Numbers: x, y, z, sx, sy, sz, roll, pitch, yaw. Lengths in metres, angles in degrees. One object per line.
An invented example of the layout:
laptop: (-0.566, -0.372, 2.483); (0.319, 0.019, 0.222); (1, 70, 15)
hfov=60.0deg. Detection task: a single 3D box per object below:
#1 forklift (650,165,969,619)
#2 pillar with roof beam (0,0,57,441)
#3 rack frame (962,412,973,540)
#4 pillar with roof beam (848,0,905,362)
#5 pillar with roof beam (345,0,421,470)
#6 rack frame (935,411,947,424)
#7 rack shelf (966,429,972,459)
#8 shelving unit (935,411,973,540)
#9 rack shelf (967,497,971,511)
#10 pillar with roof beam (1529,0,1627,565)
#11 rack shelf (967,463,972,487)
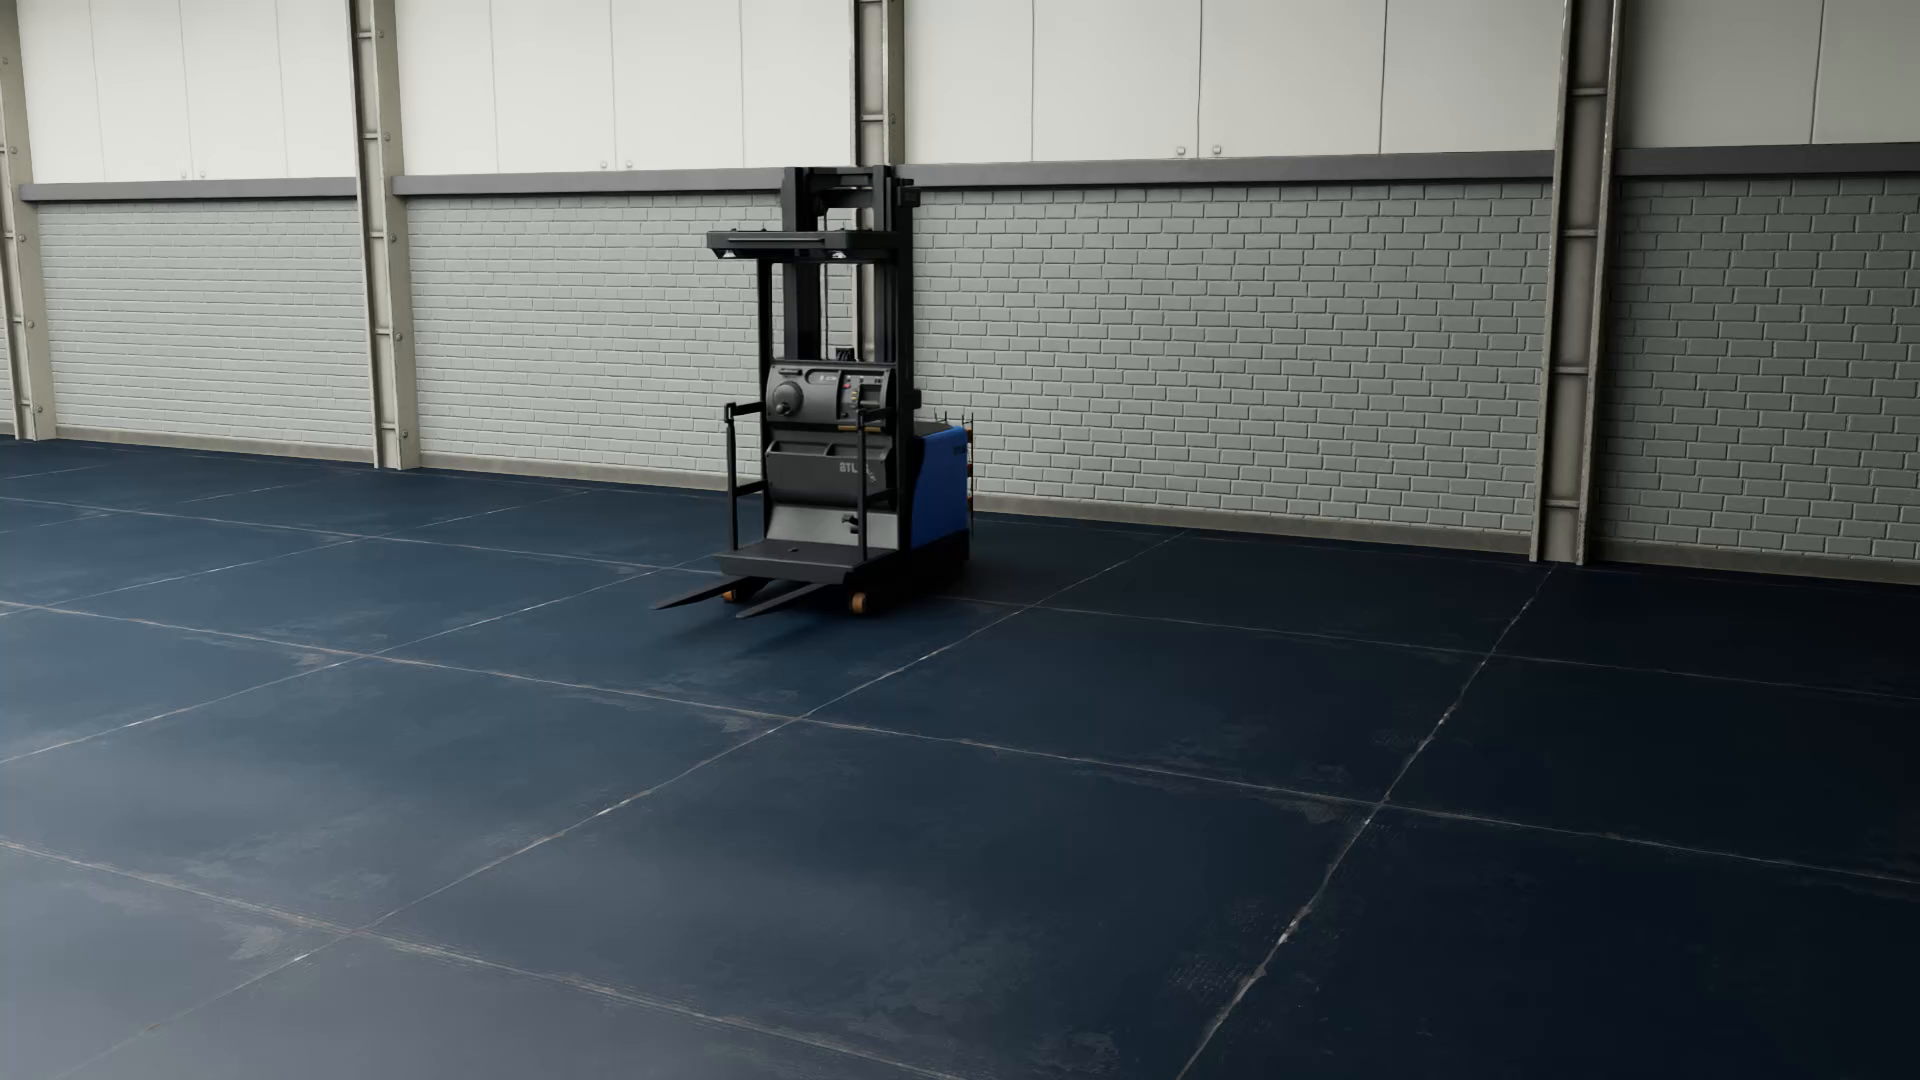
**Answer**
forklift: (-0.987, -1.031, 11.194); (1.130, 2.935, 3.031); (4, 11, 23)
pillar with roof beam: (-13.406, -5.006, 16.123); (0.400, 9.000, 9.100); (5, 11, 26)
rack frame: (0.061, -0.511, 13.607); (0.008, 1.050, 0.200); (5, 11, 26)
pillar with roof beam: (-2.644, -4.061, 10.898); (0.400, 9.000, 9.100); (5, 11, 26)
pillar with roof beam: (-8.025, -4.533, 13.510); (0.400, 9.000, 9.100); (5, 11, 26)
rack frame: (-0.157, -0.530, 13.713); (0.008, 1.050, 0.200); (5, 11, 26)
rack shelf: (-0.048, -0.790, 13.611); (0.240, 0.259, 0.215); (5, 11, 26)
shelving unit: (-0.048, -0.521, 13.660); (0.252, 1.050, 0.215); (5, 11, 26)
rack shelf: (-0.048, -0.237, 13.711); (0.240, 0.259, 0.215); (5, 11, 26)
pillar with roof beam: (2.736, -3.588, 8.286); (0.400, 9.000, 9.100); (5, 11, 26)
rack shelf: (-0.048, -0.510, 13.662); (0.240, 0.259, 0.215); (5, 11, 26)
